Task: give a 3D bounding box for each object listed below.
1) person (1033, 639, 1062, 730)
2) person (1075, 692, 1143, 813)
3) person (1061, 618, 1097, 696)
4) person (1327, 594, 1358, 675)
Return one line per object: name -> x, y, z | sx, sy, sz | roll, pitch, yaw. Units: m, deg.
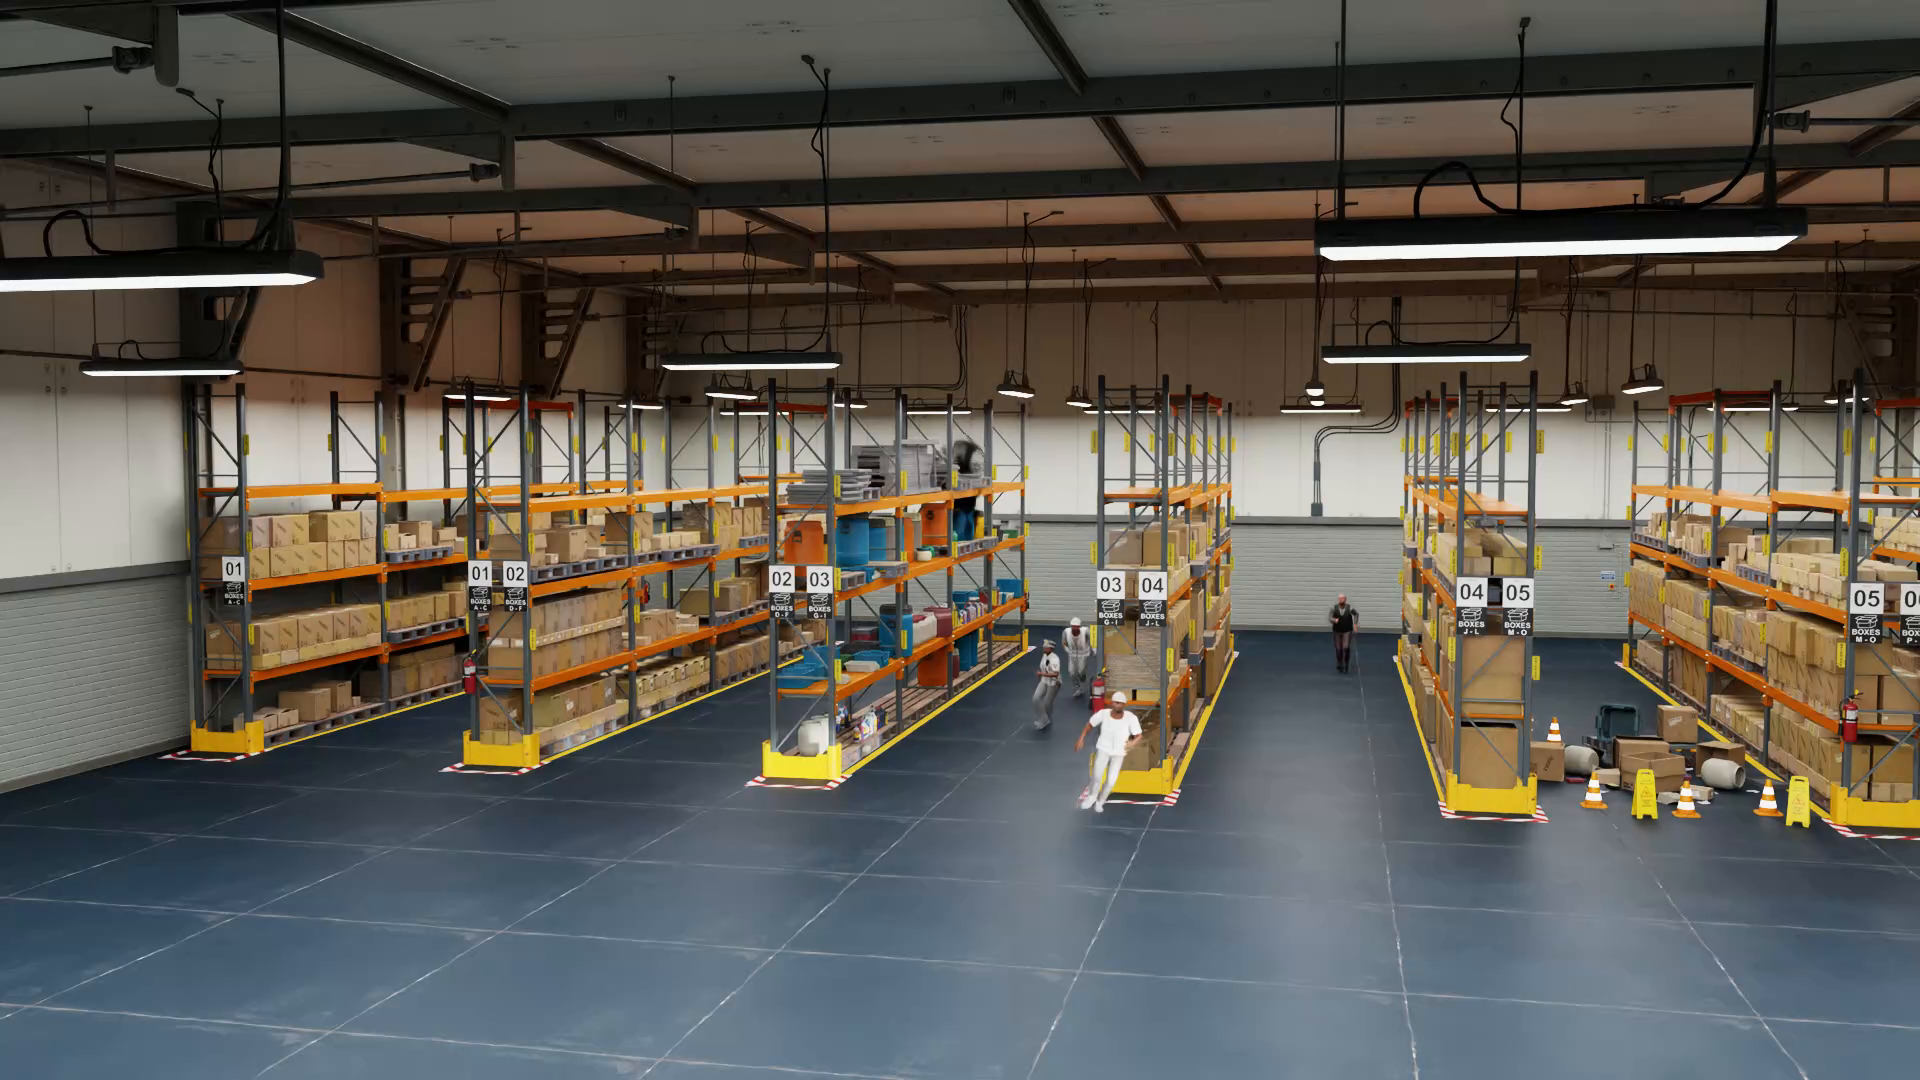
person -> 1.530, 2.518, 29.214 | 0.721, 1.596, 0.683 | 3, 4, 41
person -> 2.037, 2.899, 22.593 | 0.876, 1.683, 0.697 | 0, 3, -4
person -> 2.370, 2.318, 32.906 | 0.719, 1.607, 0.844 | 1, 3, 14
person -> 8.392, 2.062, 36.485 | 0.637, 1.774, 0.831 | 1, 3, 19
